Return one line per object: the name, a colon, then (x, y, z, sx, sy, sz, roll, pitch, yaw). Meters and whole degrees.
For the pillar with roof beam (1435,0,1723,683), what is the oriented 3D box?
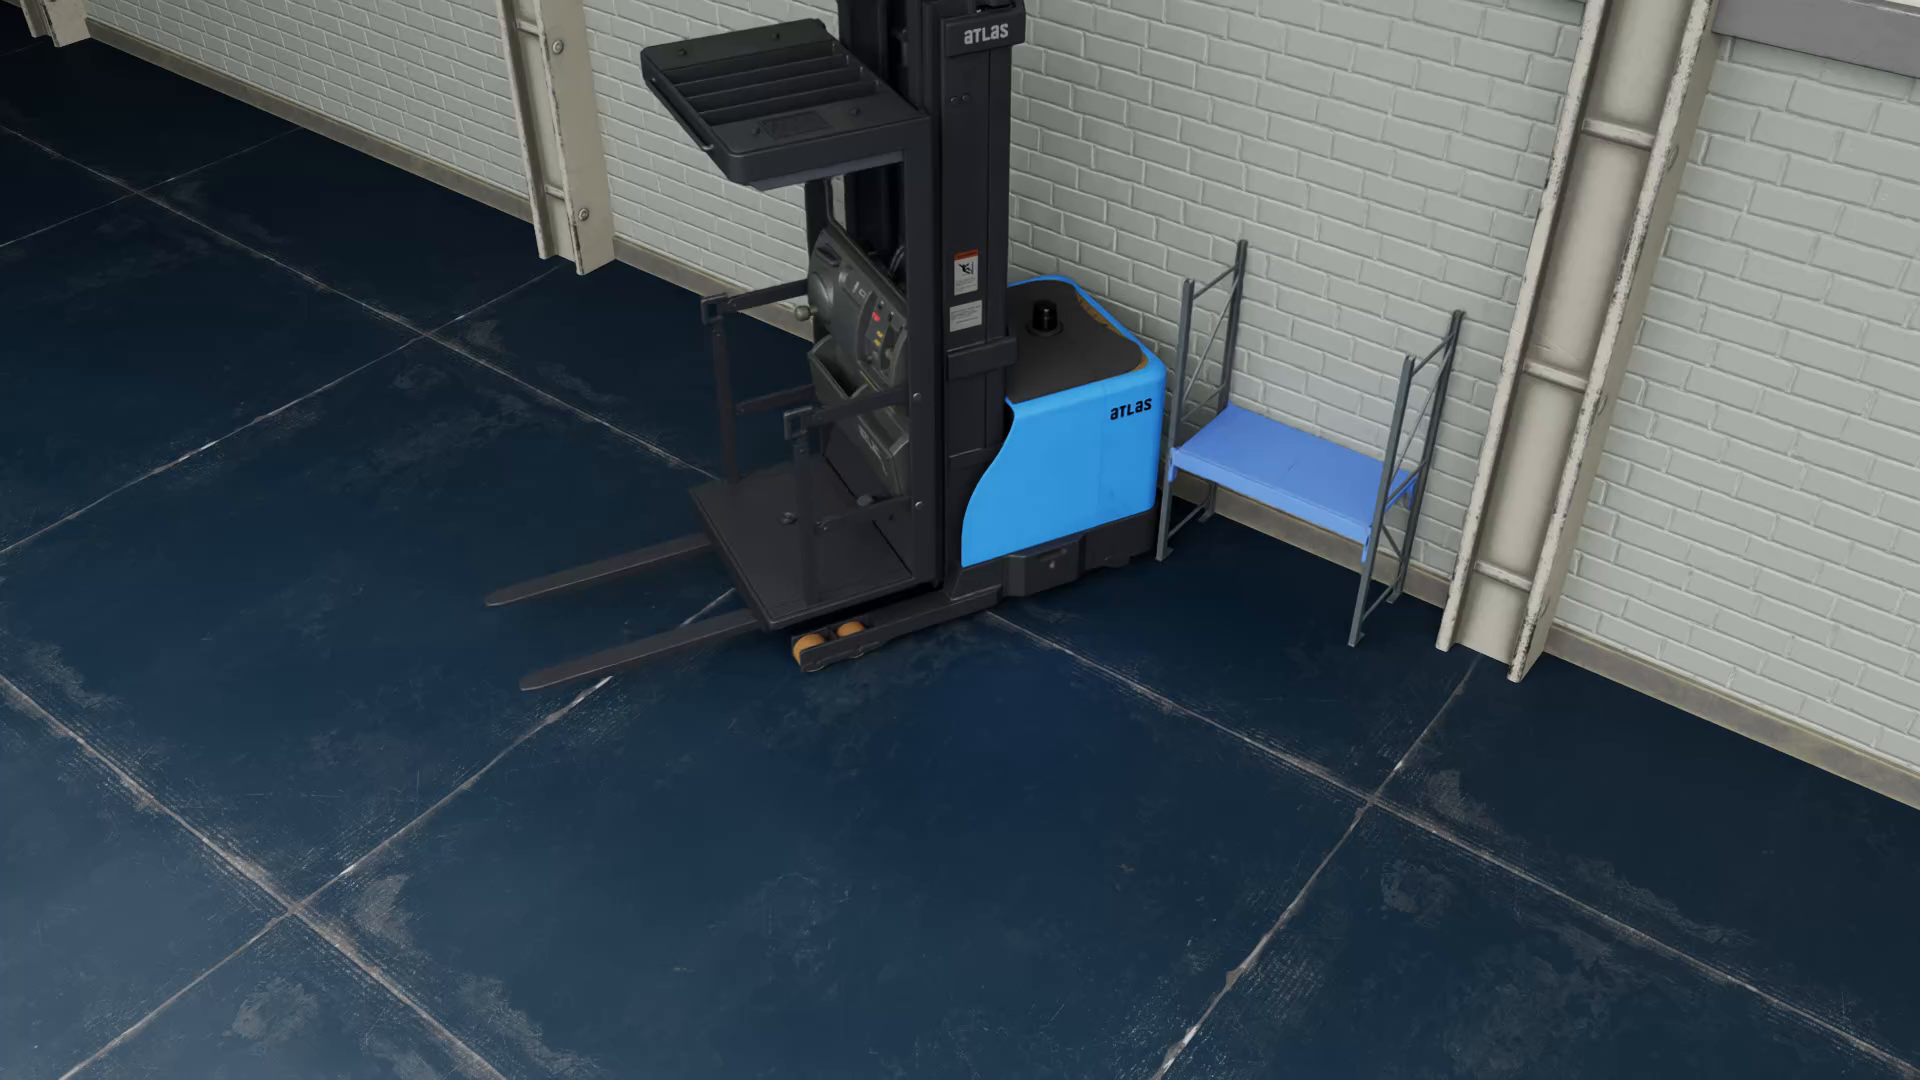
pillar with roof beam: (-0.224, -0.954, 2.030, 0.400, 9.000, 9.100, 25, 45, 29)

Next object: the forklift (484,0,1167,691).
forklift: (-0.619, -0.945, 6.940, 3.031, 2.935, 1.130, -17, 41, -20)

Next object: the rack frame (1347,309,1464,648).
rack frame: (1.917, -0.237, 7.191, 0.032, 1.500, 0.500, 25, 44, 29)

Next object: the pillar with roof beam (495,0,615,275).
pillar with roof beam: (-4.990, -3.202, 4.900, 0.400, 9.000, 9.100, 25, 45, 29)

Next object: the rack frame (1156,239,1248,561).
rack frame: (1.109, -0.617, 7.677, 0.032, 1.500, 0.500, 25, 44, 29)

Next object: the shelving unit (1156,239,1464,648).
shelving unit: (1.513, -0.427, 7.434, 1.048, 1.500, 0.538, 25, 44, 29)

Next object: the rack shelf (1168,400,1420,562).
rack shelf: (1.511, -0.284, 7.544, 1.000, 0.185, 0.538, 25, 44, 29)

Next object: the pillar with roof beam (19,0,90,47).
pillar with roof beam: (-9.756, -5.449, 7.770, 0.400, 9.000, 9.100, 25, 45, 29)
